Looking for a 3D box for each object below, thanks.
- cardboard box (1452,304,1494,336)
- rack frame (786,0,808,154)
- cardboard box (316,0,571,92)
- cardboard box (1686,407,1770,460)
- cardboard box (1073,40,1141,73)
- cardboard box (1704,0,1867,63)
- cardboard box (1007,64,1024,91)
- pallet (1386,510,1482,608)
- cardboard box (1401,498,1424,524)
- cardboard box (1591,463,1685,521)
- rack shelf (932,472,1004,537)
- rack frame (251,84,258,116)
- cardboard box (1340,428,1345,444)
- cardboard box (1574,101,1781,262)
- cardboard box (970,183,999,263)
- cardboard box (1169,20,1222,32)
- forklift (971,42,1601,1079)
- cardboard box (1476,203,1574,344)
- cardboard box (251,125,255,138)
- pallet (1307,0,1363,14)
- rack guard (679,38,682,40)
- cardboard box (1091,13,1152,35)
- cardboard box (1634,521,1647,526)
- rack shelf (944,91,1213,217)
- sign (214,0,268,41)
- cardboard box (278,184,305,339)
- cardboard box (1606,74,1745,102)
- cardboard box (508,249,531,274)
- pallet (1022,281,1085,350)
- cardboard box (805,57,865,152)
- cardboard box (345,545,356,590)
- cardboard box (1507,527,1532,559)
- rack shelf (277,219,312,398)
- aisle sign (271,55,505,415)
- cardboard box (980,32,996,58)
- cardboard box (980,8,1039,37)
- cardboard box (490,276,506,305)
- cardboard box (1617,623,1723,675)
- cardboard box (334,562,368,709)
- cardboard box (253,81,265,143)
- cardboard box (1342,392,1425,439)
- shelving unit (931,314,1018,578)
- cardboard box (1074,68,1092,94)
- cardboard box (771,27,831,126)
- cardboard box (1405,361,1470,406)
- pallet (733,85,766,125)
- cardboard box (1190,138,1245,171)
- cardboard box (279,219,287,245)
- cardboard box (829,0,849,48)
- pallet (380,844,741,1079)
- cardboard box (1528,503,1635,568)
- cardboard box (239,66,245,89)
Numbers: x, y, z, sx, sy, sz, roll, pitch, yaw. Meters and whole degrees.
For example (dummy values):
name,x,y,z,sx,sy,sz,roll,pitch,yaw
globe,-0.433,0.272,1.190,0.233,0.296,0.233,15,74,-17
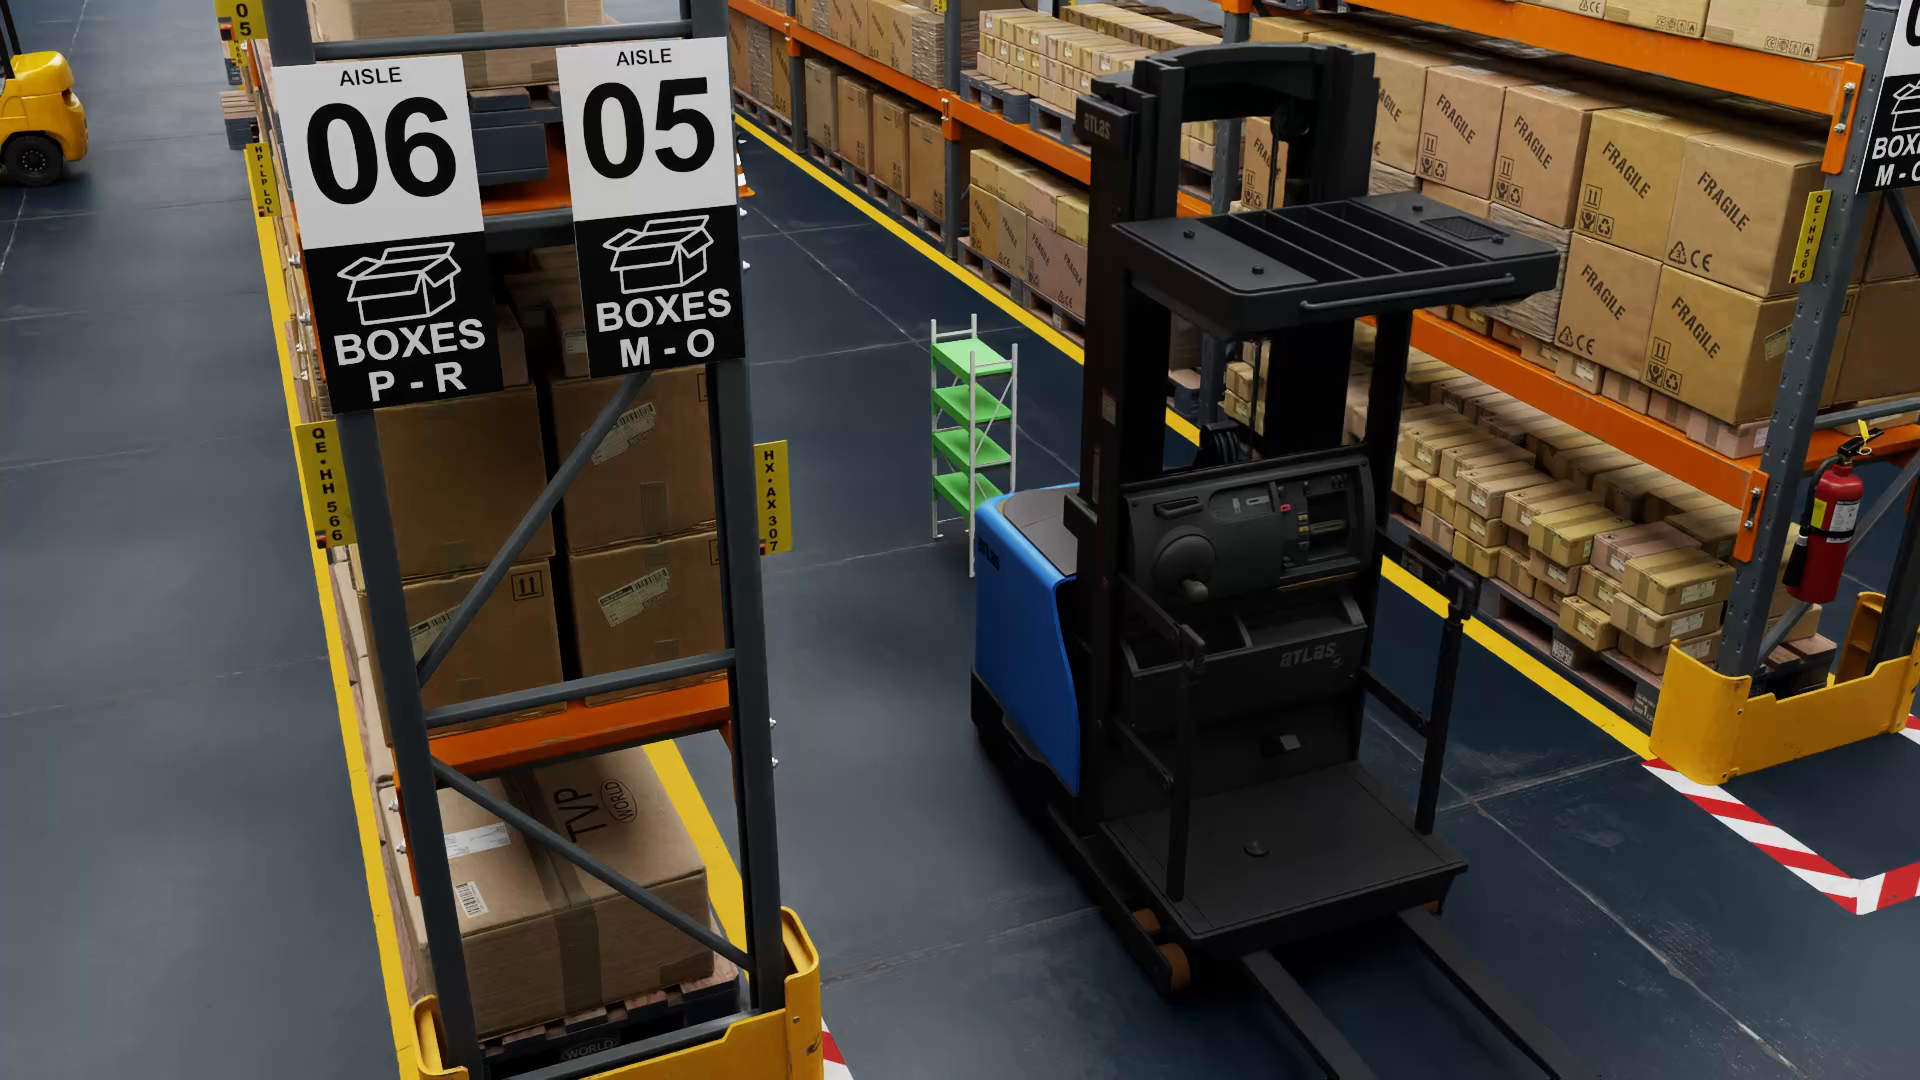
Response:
name,x,y,z,sx,sy,sz,roll,pitch,yaw
cardboard box,2.565,-1.094,7.858,0.380,0.149,0.250,-10,28,-20
rack frame,-1.204,-5.329,16.245,1.000,3.000,0.127,-11,28,-21
cardboard box,-1.279,-1.274,4.099,0.500,0.250,0.500,-13,29,-25
cardboard box,3.107,-0.455,6.549,0.380,0.149,0.250,-11,28,-21
cardboard box,0.975,-3.206,11.027,0.380,0.149,0.250,-11,28,-21
cardboard box,3.074,-1.903,5.981,0.500,0.250,0.500,-11,28,-22
cardboard box,0.563,-3.357,12.015,0.380,0.149,0.250,-9,27,-18
pallet,2.706,-0.088,8.689,1.003,0.211,1.213,-11,28,-21
cardboard box,2.494,-0.195,8.501,0.380,0.149,0.250,-10,28,-19
cardboard box,3.230,-0.230,7.894,0.380,0.149,0.250,-12,28,-23
rack shelf,0.065,-0.199,8.483,0.258,0.148,0.480,-11,28,-21
rack frame,-4.153,-2.823,11.113,1.000,3.000,0.127,-11,28,-21
cardboard box,2.190,-0.651,9.096,0.380,0.149,0.250,-12,29,-23
cardboard box,2.889,-1.459,6.727,0.500,0.500,0.500,-12,28,-22
cardboard box,0.405,-2.450,12.720,0.500,0.500,0.500,-12,28,-23
cardboard box,2.733,-5.841,19.665,0.500,0.500,0.500,-13,29,-25
forklift,1.067,0.001,5.407,1.130,2.935,3.031,-10,28,-20
cardboard box,2.678,-1.212,7.361,0.500,0.500,0.500,-10,28,-20
cardboard box,-6.416,-3.796,15.762,0.500,0.250,0.500,-11,28,-22
pallet,4.153,-5.231,16.264,1.003,0.211,1.213,-11,28,-21
rack guard,-2.780,-5.830,20.121,1.175,0.500,0.348,-11,28,-21
cardboard box,1.175,-3.731,12.102,0.380,0.149,0.250,-10,28,-19
cardboard box,3.294,0.015,7.733,0.380,0.149,0.250,-10,28,-20
rack shelf,1.145,-2.583,11.442,1.077,0.370,4.000,-11,28,-21
sign,-1.525,-1.216,3.483,0.100,0.325,0.005,-11,28,-21
cardboard box,-2.240,-1.055,6.238,0.500,0.500,0.500,-10,28,-20
cardboard box,3.177,-1.756,7.334,0.500,0.500,0.500,-11,28,-22
cardboard box,-1.188,-0.891,5.163,0.380,0.149,0.250,-12,28,-22
pallet,1.141,-1.654,11.896,1.003,0.211,1.213,-11,28,-21
cardboard box,-0.878,-4.272,16.165,1.050,0.750,0.750,-11,28,-21
cardboard box,-1.846,-0.199,5.624,0.500,0.500,0.500,-10,28,-19
cardboard box,2.810,-0.025,7.815,0.380,0.149,0.250,-11,28,-21
rack shelf,-3.370,-1.692,9.617,1.077,0.370,4.000,-11,28,-21
aisle sign,-1.277,-0.679,3.759,0.394,0.787,0.004,-11,28,-21
cardboard box,0.367,-3.694,12.366,0.380,0.149,0.250,-9,28,-18
cardboard box,0.367,-3.836,12.317,0.380,0.149,0.250,-11,28,-21
cardboard box,-1.155,-0.537,5.178,0.500,0.500,0.500,-11,28,-22
cardboard box,3.097,0.431,7.219,0.380,0.149,0.250,-10,28,-20
cardboard box,-2.088,0.388,6.978,0.875,0.438,0.875,-11,28,-22
cardboard box,-3.202,-2.047,8.270,0.500,0.500,0.500,-10,28,-20
cardboard box,2.218,-0.666,8.789,0.380,0.149,0.250,-10,28,-19
shelving unit,0.065,-0.472,8.350,0.258,1.200,0.503,-11,28,-21
cardboard box,0.982,-3.066,11.079,0.380,0.149,0.250,-10,28,-19
cardboard box,-1.386,-4.829,17.164,0.875,0.875,0.875,-10,28,-20
cardboard box,2.578,-0.862,9.188,0.380,0.149,0.250,-10,28,-19
pallet,-1.912,-4.890,18.524,1.003,0.211,1.213,-11,28,-21
cardboard box,1.591,-2.301,9.852,0.380,0.149,0.250,-11,28,-22
cardboard box,-3.185,-1.702,8.418,0.500,0.250,0.500,-10,28,-19
cardboard box,-0.854,-4.709,14.862,0.500,0.500,0.500,-11,28,-21
pallet,-1.405,1.351,5.743,1.003,0.211,1.213,-11,28,-21
cardboard box,2.791,-0.024,7.472,0.380,0.149,0.250,-11,28,-22
cardboard box,-5.021,-3.392,12.086,0.380,0.149,0.250,-10,28,-20
